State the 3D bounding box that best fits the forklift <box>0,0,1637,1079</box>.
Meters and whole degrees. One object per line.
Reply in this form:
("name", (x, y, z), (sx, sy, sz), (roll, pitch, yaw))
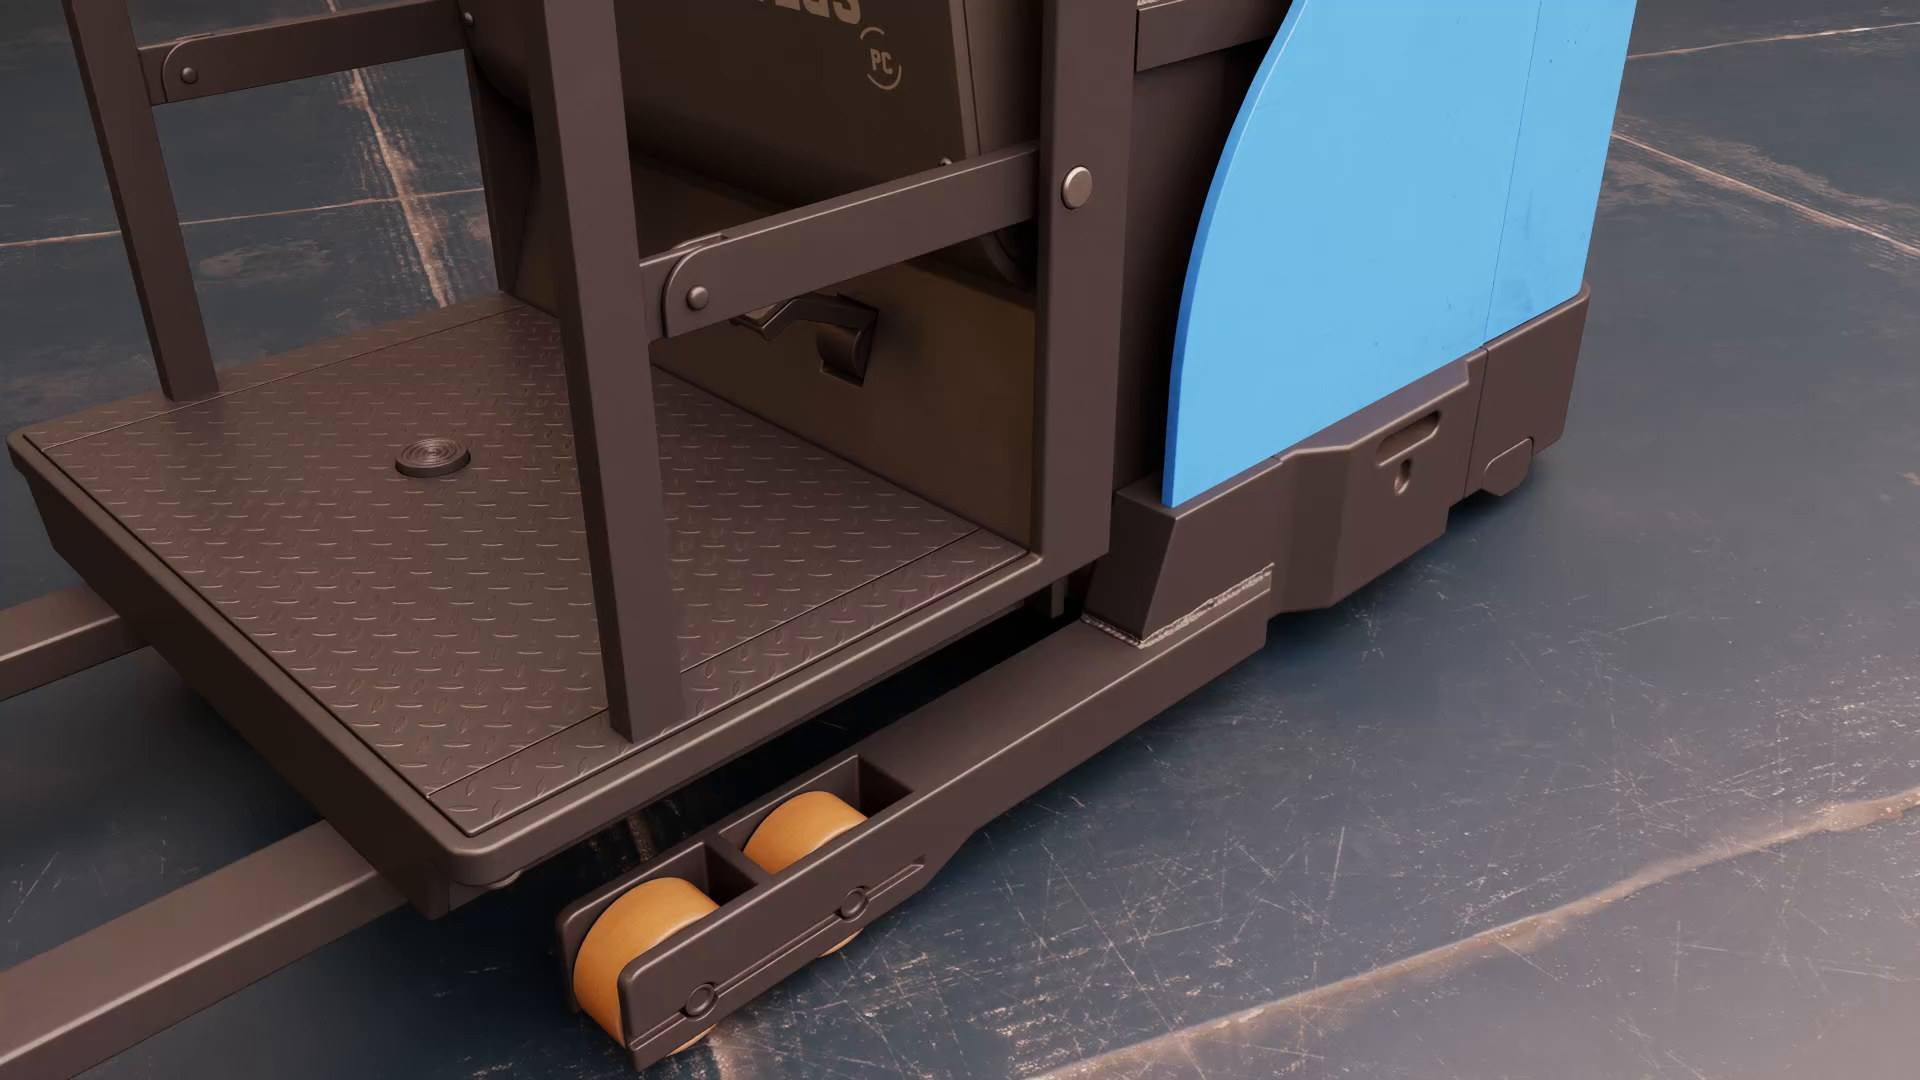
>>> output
("forklift", (-0.435, -1.063, 1.405), (3.031, 2.935, 1.130), (-26, 39, -37))
